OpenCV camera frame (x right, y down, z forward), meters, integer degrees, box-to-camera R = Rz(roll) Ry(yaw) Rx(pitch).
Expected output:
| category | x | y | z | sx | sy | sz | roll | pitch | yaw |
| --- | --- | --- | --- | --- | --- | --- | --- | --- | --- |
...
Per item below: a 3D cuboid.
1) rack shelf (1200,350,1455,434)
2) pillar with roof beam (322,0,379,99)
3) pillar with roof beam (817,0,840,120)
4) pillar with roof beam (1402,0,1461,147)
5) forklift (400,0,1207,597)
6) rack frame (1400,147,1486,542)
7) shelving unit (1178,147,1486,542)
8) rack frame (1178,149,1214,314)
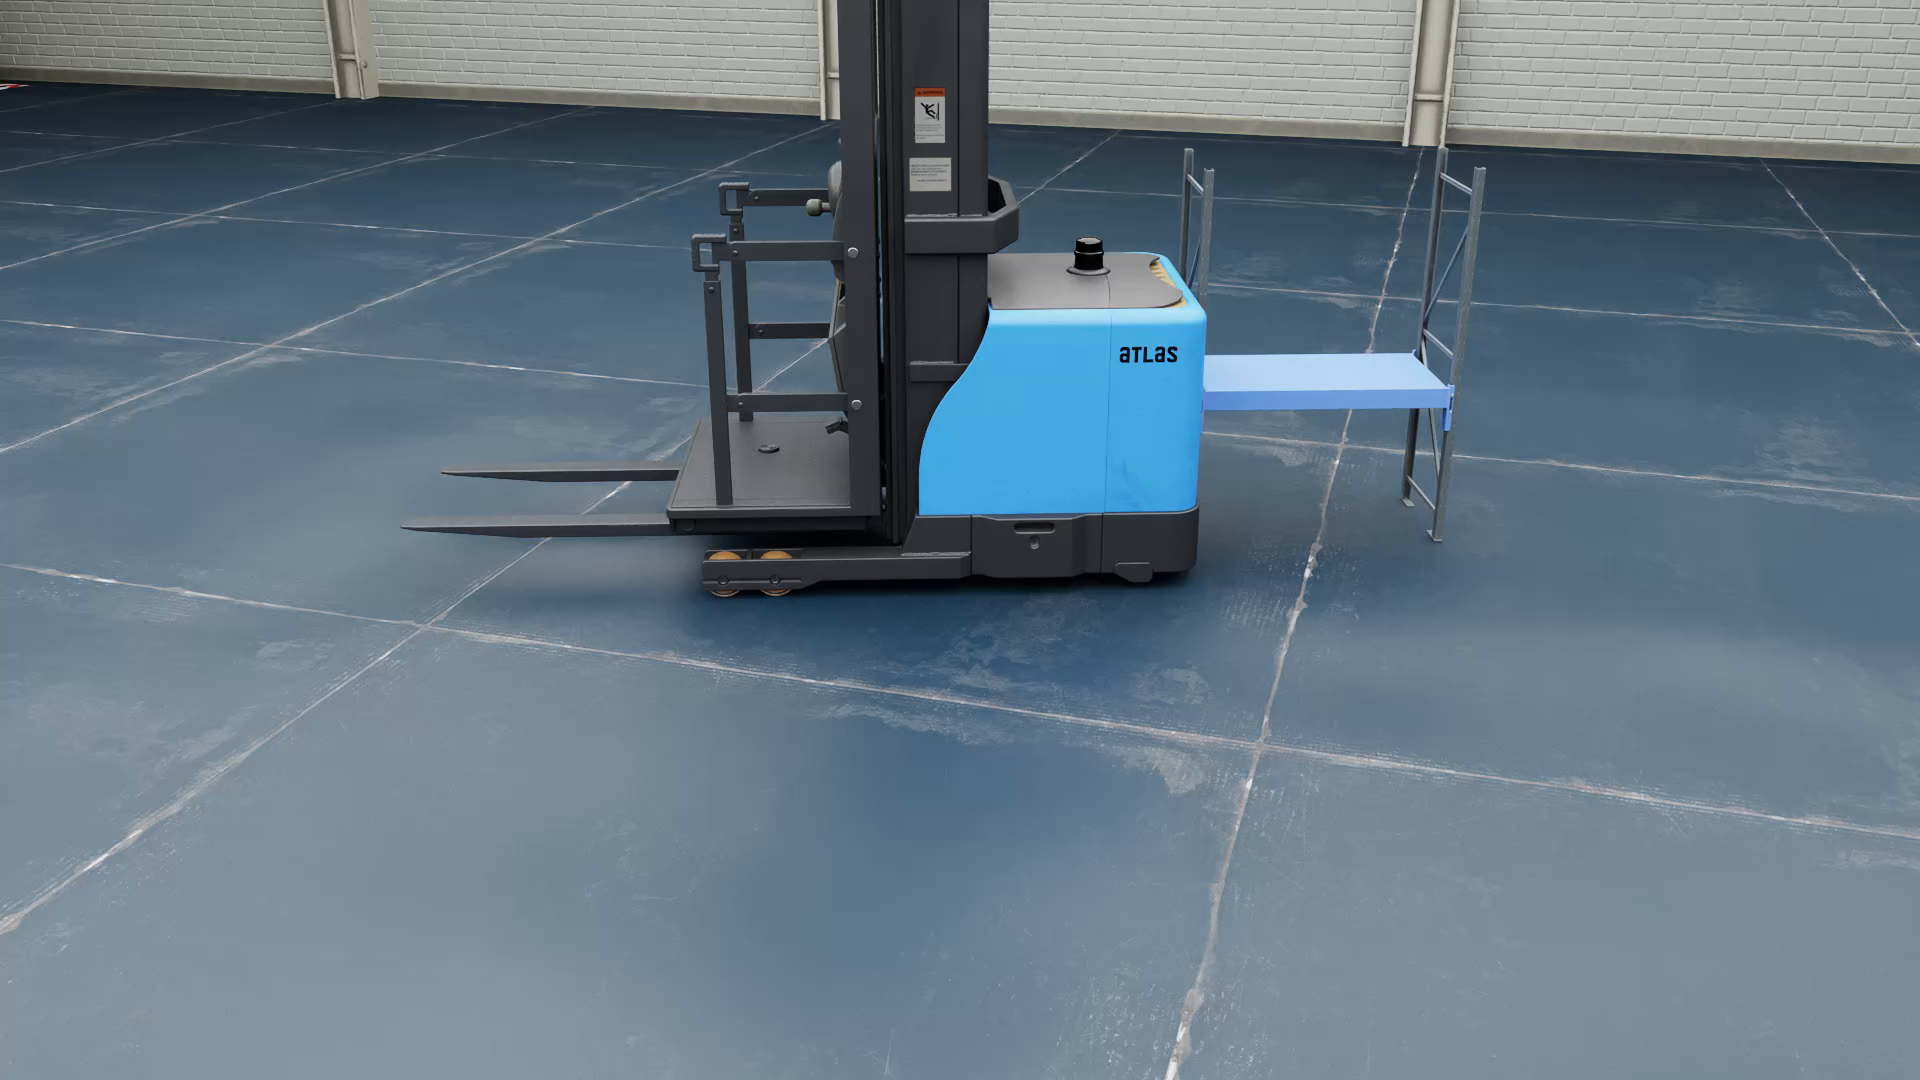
| category | x | y | z | sx | sy | sz | roll | pitch | yaw |
| --- | --- | --- | --- | --- | --- | --- | --- | --- | --- |
| rack shelf | 1.424 | -0.607 | 6.746 | 1.000 | 0.185 | 0.538 | -1 | 22 | -2 |
| pillar with roof beam | -8.235 | -7.748 | 13.802 | 0.400 | 9.000 | 9.100 | 7 | 23 | 16 |
| pillar with roof beam | -2.491 | -7.091 | 12.199 | 0.400 | 9.000 | 9.100 | 7 | 23 | 16 |
| pillar with roof beam | 3.253 | -6.433 | 10.595 | 0.400 | 9.000 | 9.100 | 7 | 23 | 16 |
| forklift | -0.624 | -1.347 | 6.192 | 3.031 | 2.935 | 1.130 | -1 | 22 | -2 |
| rack frame | 1.932 | -0.780 | 6.695 | 0.032 | 1.500 | 0.500 | -1 | 22 | -2 |
| shelving unit | 1.424 | -0.773 | 6.678 | 1.048 | 1.500 | 0.538 | -1 | 22 | -2 |
| rack frame | 0.916 | -0.766 | 6.661 | 0.032 | 1.500 | 0.500 | -1 | 22 | -2 |
